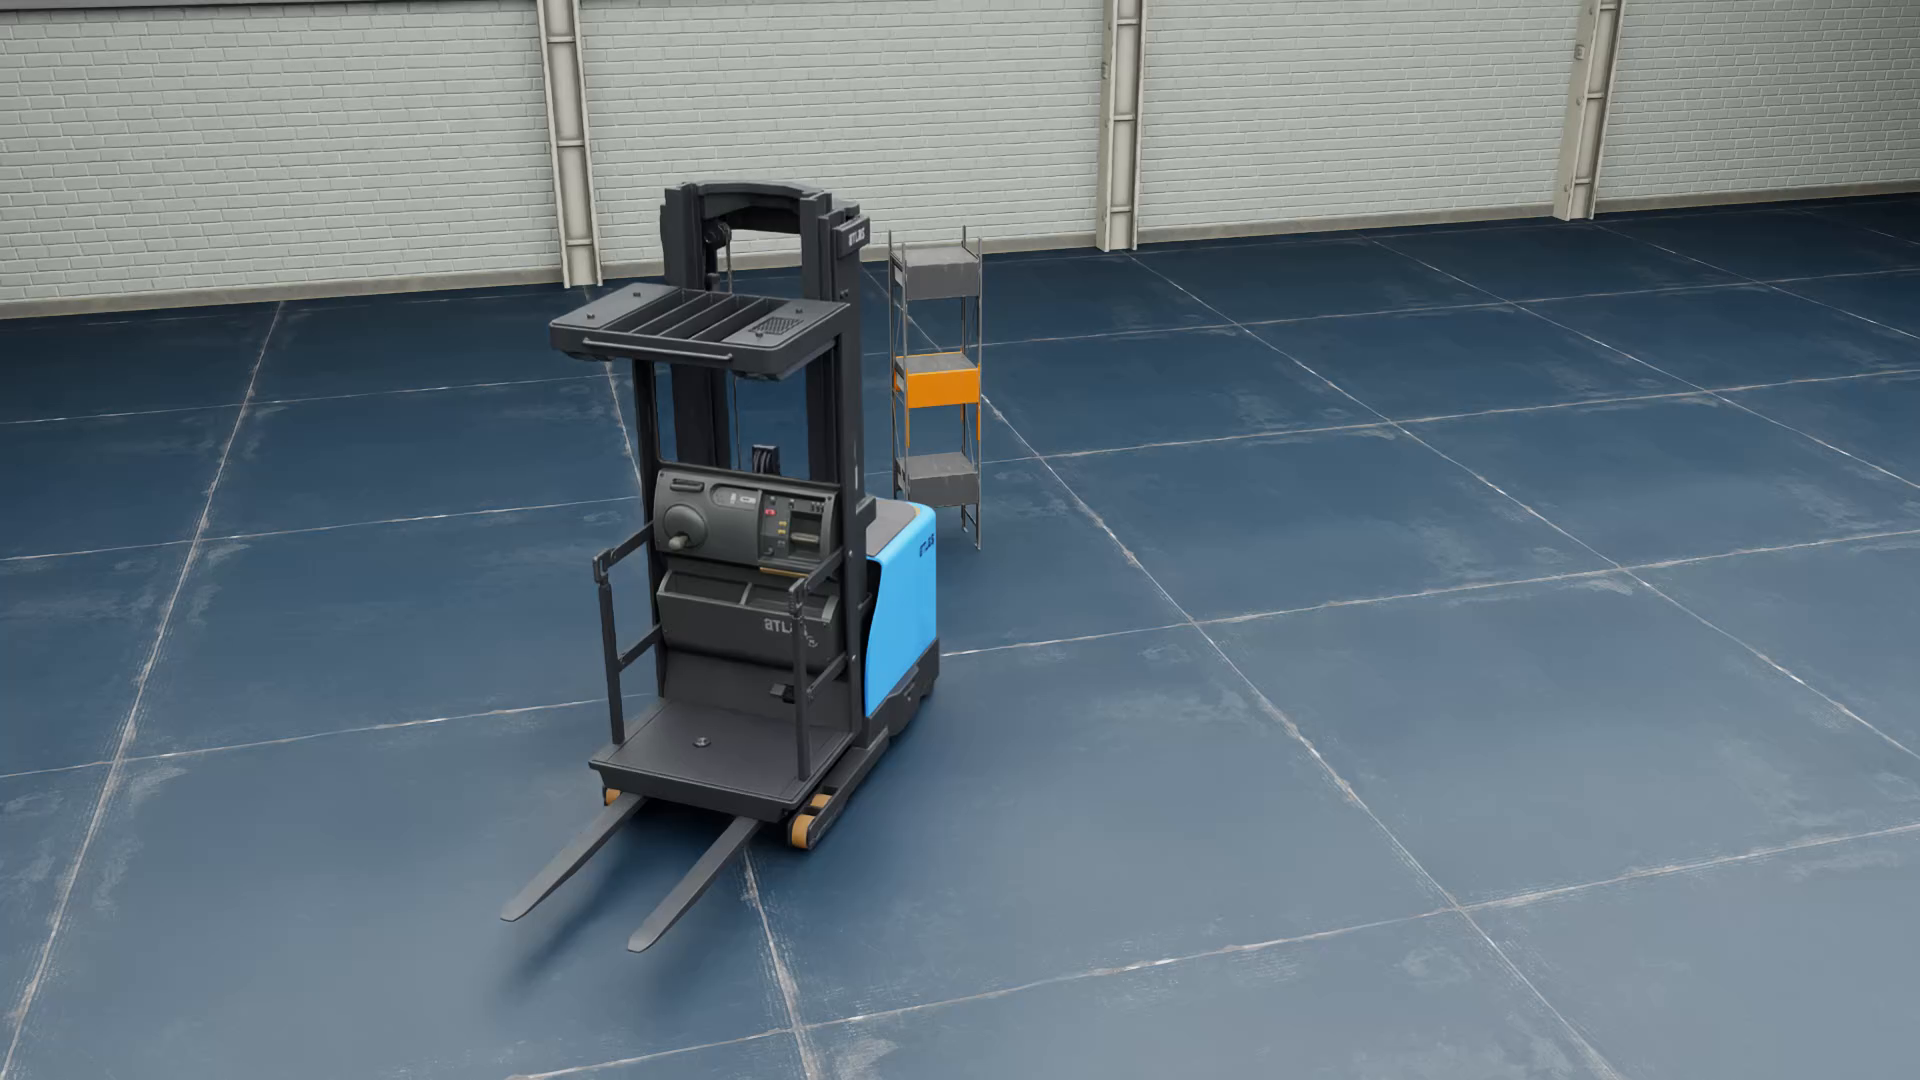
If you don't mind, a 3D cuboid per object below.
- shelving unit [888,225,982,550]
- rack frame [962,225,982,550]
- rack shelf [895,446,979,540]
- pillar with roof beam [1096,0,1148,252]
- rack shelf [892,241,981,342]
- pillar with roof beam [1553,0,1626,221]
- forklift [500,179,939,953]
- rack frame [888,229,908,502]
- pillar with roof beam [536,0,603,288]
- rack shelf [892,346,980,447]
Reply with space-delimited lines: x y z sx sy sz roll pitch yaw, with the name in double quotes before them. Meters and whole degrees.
"shelving unit" -0.159 -0.947 10.795 0.503 2.100 0.431 -6 24 -14
"rack frame" 0.076 -0.973 10.855 0.015 2.100 0.400 -6 24 -14
"rack shelf" -0.159 -0.291 11.076 0.480 0.518 0.431 -6 24 -14
"pillar with roof beam" 2.953 -5.852 13.476 0.400 9.000 9.100 -6 24 -14
"rack shelf" -0.159 -1.578 10.524 0.480 0.518 0.431 -6 24 -14
"pillar with roof beam" 8.730 -6.491 14.966 0.400 9.000 9.100 -6 24 -14
"forklift" -1.099 -0.069 7.694 1.130 2.935 3.031 8 25 18
"rack frame" -0.394 -0.921 10.734 0.015 2.100 0.400 -6 24 -14
"pillar with roof beam" -2.824 -5.213 11.987 0.400 9.000 9.100 -6 24 -14
"rack shelf" -0.159 -0.935 10.800 0.480 0.518 0.431 -6 24 -14
